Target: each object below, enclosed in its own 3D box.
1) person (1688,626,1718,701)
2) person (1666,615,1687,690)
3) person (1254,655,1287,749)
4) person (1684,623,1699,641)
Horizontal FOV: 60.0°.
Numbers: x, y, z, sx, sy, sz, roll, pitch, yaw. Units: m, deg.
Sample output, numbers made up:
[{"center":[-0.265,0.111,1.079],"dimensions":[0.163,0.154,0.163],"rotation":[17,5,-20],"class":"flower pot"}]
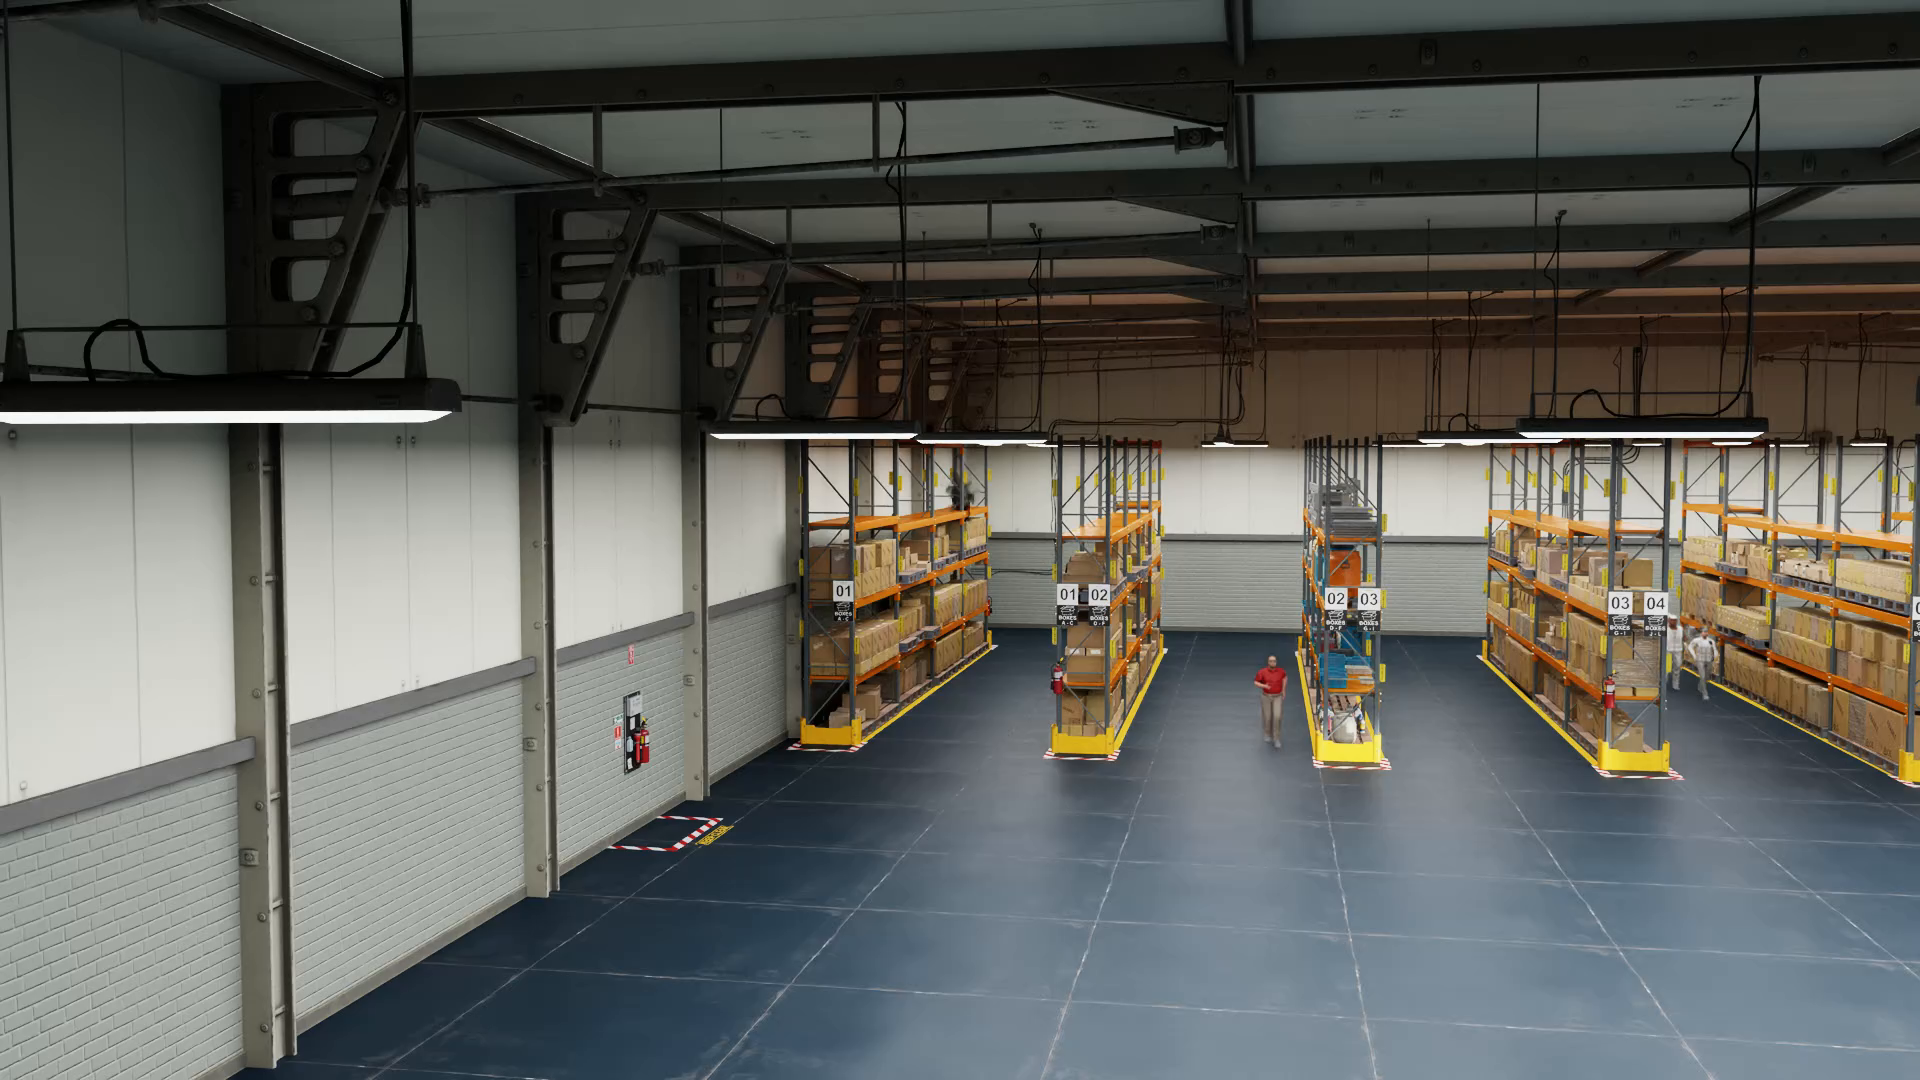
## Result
[{"center":[17.153,2.817,38.372],"dimensions":[0.618,1.698,0.865],"rotation":[0,3,7],"class":"person"},{"center":[17.157,2.684,40.004],"dimensions":[0.694,1.774,0.953],"rotation":[1,3,12],"class":"person"},{"center":[6.024,3.123,32.243],"dimensions":[0.642,1.787,0.823],"rotation":[0,3,6],"class":"person"},{"center":[20.142,2.400,45.659],"dimensions":[0.608,1.725,0.733],"rotation":[1,3,13],"class":"person"}]
